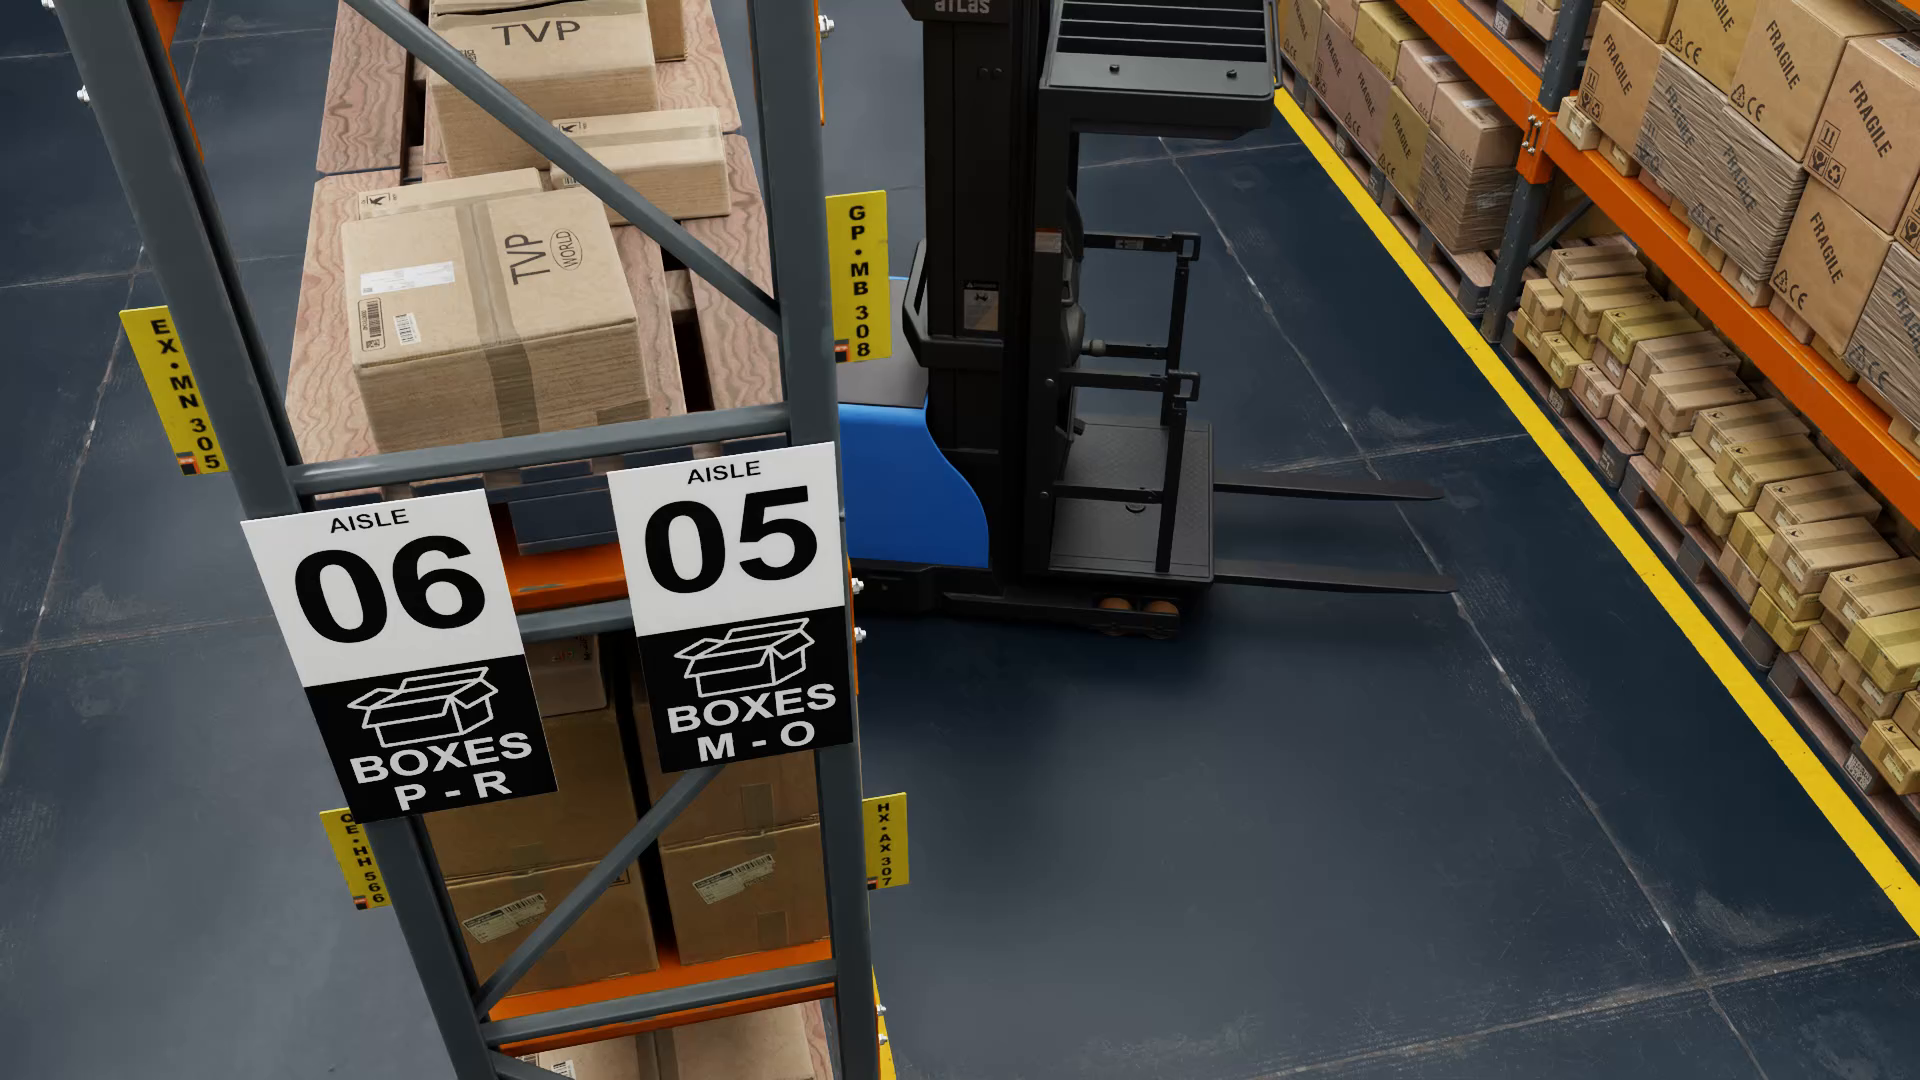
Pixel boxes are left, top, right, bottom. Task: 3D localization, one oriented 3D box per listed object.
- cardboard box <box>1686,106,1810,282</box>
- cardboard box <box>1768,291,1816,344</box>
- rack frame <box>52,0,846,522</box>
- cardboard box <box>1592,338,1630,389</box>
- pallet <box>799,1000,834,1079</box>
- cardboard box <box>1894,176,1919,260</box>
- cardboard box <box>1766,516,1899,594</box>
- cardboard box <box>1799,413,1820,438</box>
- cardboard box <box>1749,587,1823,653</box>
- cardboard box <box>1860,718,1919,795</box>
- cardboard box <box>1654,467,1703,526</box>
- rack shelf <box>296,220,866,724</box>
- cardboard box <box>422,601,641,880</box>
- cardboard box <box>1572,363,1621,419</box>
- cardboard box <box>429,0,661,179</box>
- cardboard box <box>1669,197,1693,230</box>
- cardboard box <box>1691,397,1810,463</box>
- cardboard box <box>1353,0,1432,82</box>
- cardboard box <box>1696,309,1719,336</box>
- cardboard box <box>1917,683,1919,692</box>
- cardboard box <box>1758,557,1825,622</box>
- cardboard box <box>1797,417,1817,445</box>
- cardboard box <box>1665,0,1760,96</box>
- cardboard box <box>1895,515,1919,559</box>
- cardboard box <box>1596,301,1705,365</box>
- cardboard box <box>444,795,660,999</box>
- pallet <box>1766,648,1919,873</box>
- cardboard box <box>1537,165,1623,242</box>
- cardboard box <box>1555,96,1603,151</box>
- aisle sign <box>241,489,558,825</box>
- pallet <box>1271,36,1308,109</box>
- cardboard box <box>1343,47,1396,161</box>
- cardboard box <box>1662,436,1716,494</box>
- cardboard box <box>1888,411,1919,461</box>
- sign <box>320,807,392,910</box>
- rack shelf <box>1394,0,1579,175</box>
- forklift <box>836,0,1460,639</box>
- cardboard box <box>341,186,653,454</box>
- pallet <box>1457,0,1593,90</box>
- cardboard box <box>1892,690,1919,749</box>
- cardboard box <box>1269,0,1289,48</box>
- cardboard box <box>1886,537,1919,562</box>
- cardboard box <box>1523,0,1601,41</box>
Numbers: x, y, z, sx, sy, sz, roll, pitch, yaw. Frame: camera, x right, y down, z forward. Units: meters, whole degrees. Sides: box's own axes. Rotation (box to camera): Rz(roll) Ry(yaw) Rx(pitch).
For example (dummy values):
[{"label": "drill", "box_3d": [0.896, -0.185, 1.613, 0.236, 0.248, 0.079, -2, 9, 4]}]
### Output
[{"label": "cardboard box", "box_3d": [3.285, -1.389, 6.538, 0.500, 0.500, 0.500, -9, 42, -10]}, {"label": "cardboard box", "box_3d": [3.413, -0.911, 6.488, 0.380, 0.149, 0.250, -7, 42, -8]}, {"label": "rack frame", "box_3d": [-0.712, -1.125, 2.021, 1.000, 3.000, 0.127, -8, 42, -9]}, {"label": "cardboard box", "box_3d": [3.232, -0.867, 7.856, 0.380, 0.149, 0.250, -9, 42, -10]}, {"label": "pallet", "box_3d": [-0.961, 1.654, 5.509, 1.003, 0.211, 1.213, -8, 42, -9]}, {"label": "cardboard box", "box_3d": [3.528, -1.104, 5.464, 0.500, 0.500, 0.500, -6, 42, -7]}, {"label": "cardboard box", "box_3d": [3.454, 0.059, 6.588, 0.380, 0.149, 0.250, -7, 42, -8]}, {"label": "cardboard box", "box_3d": [3.921, -0.534, 7.257, 0.380, 0.149, 0.250, -10, 43, -11]}, {"label": "cardboard box", "box_3d": [3.473, 0.291, 6.776, 0.380, 0.149, 0.250, -10, 43, -11]}, {"label": "cardboard box", "box_3d": [3.628, 0.789, 6.214, 0.380, 0.149, 0.250, -7, 42, -8]}, {"label": "cardboard box", "box_3d": [3.321, -0.223, 7.354, 0.380, 0.149, 0.250, -9, 42, -10]}, {"label": "rack shelf", "box_3d": [-1.143, -1.031, 4.716, 1.077, 0.370, 4.000, -8, 42, -9]}, {"label": "cardboard box", "box_3d": [-1.048, 0.429, 3.961, 0.500, 0.500, 0.500, -7, 42, -8]}, {"label": "cardboard box", "box_3d": [3.163, -0.732, 7.928, 0.380, 0.149, 0.250, -9, 42, -9]}, {"label": "cardboard box", "box_3d": [-0.986, -1.142, 3.975, 0.500, 0.311, 0.500, -8, 42, -9]}, {"label": "cardboard box", "box_3d": [3.268, -1.426, 7.068, 0.380, 0.149, 0.250, -10, 43, -11]}, {"label": "cardboard box", "box_3d": [3.406, -0.459, 7.172, 0.380, 0.149, 0.250, -10, 43, -11]}, {"label": "cardboard box", "box_3d": [2.603, -2.874, 9.512, 0.500, 0.250, 0.500, -10, 43, -11]}, {"label": "cardboard box", "box_3d": [3.722, -1.049, 7.837, 0.380, 0.149, 0.250, -9, 42, -10]}, {"label": "cardboard box", "box_3d": [3.740, 0.552, 6.033, 0.380, 0.149, 0.250, -8, 42, -8]}, {"label": "cardboard box", "box_3d": [3.469, 0.170, 6.688, 0.380, 0.149, 0.250, -8, 42, -9]}, {"label": "cardboard box", "box_3d": [3.831, -0.432, 7.366, 0.380, 0.149, 0.250, -10, 43, -11]}, {"label": "cardboard box", "box_3d": [3.223, -2.111, 6.597, 0.500, 0.500, 0.500, -10, 42, -11]}, {"label": "cardboard box", "box_3d": [4.027, -0.031, 6.690, 0.380, 0.149, 0.250, -7, 42, -8]}, {"label": "cardboard box", "box_3d": [3.213, -0.966, 7.743, 0.380, 0.149, 0.250, -9, 42, -10]}, {"label": "cardboard box", "box_3d": [-1.074, 0.806, 4.289, 0.500, 0.500, 0.500, -8, 42, -9]}, {"label": "pallet", "box_3d": [3.943, 0.805, 6.465, 1.003, 0.211, 1.213, -8, 42, -9]}, {"label": "cardboard box", "box_3d": [3.336, -1.988, 9.079, 0.500, 0.500, 0.500, -7, 42, -8]}, {"label": "cardboard box", "box_3d": [2.978, -1.925, 7.630, 0.380, 0.149, 0.250, -7, 42, -8]}, {"label": "aisle sign", "box_3d": [-0.999, 0.237, 3.047, 0.394, 0.787, 0.004, -8, 42, -9]}, {"label": "pallet", "box_3d": [2.540, -3.293, 11.082, 1.003, 0.211, 1.213, -8, 42, -9]}, {"label": "cardboard box", "box_3d": [2.614, -2.581, 9.746, 0.500, 0.500, 0.500, -9, 42, -10]}, {"label": "cardboard box", "box_3d": [3.317, -0.337, 7.259, 0.380, 0.149, 0.250, -9, 42, -10]}, {"label": "cardboard box", "box_3d": [3.562, -0.397, 5.909, 0.380, 0.149, 0.250, -10, 43, -11]}, {"label": "sign", "box_3d": [-1.244, 0.665, 3.472, 0.100, 0.325, 0.005, -8, 42, -9]}, {"label": "rack shelf", "box_3d": [2.805, -3.277, 9.505, 1.077, 0.370, 4.000, -8, 42, -9]}, {"label": "forklift", "box_3d": [0.624, -1.050, 6.507, 3.031, 2.935, 1.130, 4, 42, 5]}, {"label": "cardboard box", "box_3d": [-0.897, -0.421, 3.208, 0.500, 0.250, 0.500, -12, 43, -13]}, {"label": "pallet", "box_3d": [3.214, -2.694, 8.451, 1.003, 0.211, 1.213, -8, 42, -9]}, {"label": "cardboard box", "box_3d": [3.704, 0.663, 6.132, 0.380, 0.149, 0.250, -9, 42, -10]}, {"label": "cardboard box", "box_3d": [2.277, -3.569, 10.860, 0.500, 0.500, 0.500, -10, 43, -11]}, {"label": "cardboard box", "box_3d": [3.995, 0.093, 6.774, 0.380, 0.149, 0.250, -10, 43, -11]}, {"label": "cardboard box", "box_3d": [2.958, -2.541, 8.008, 0.380, 0.149, 0.250, -9, 42, -10]}]
